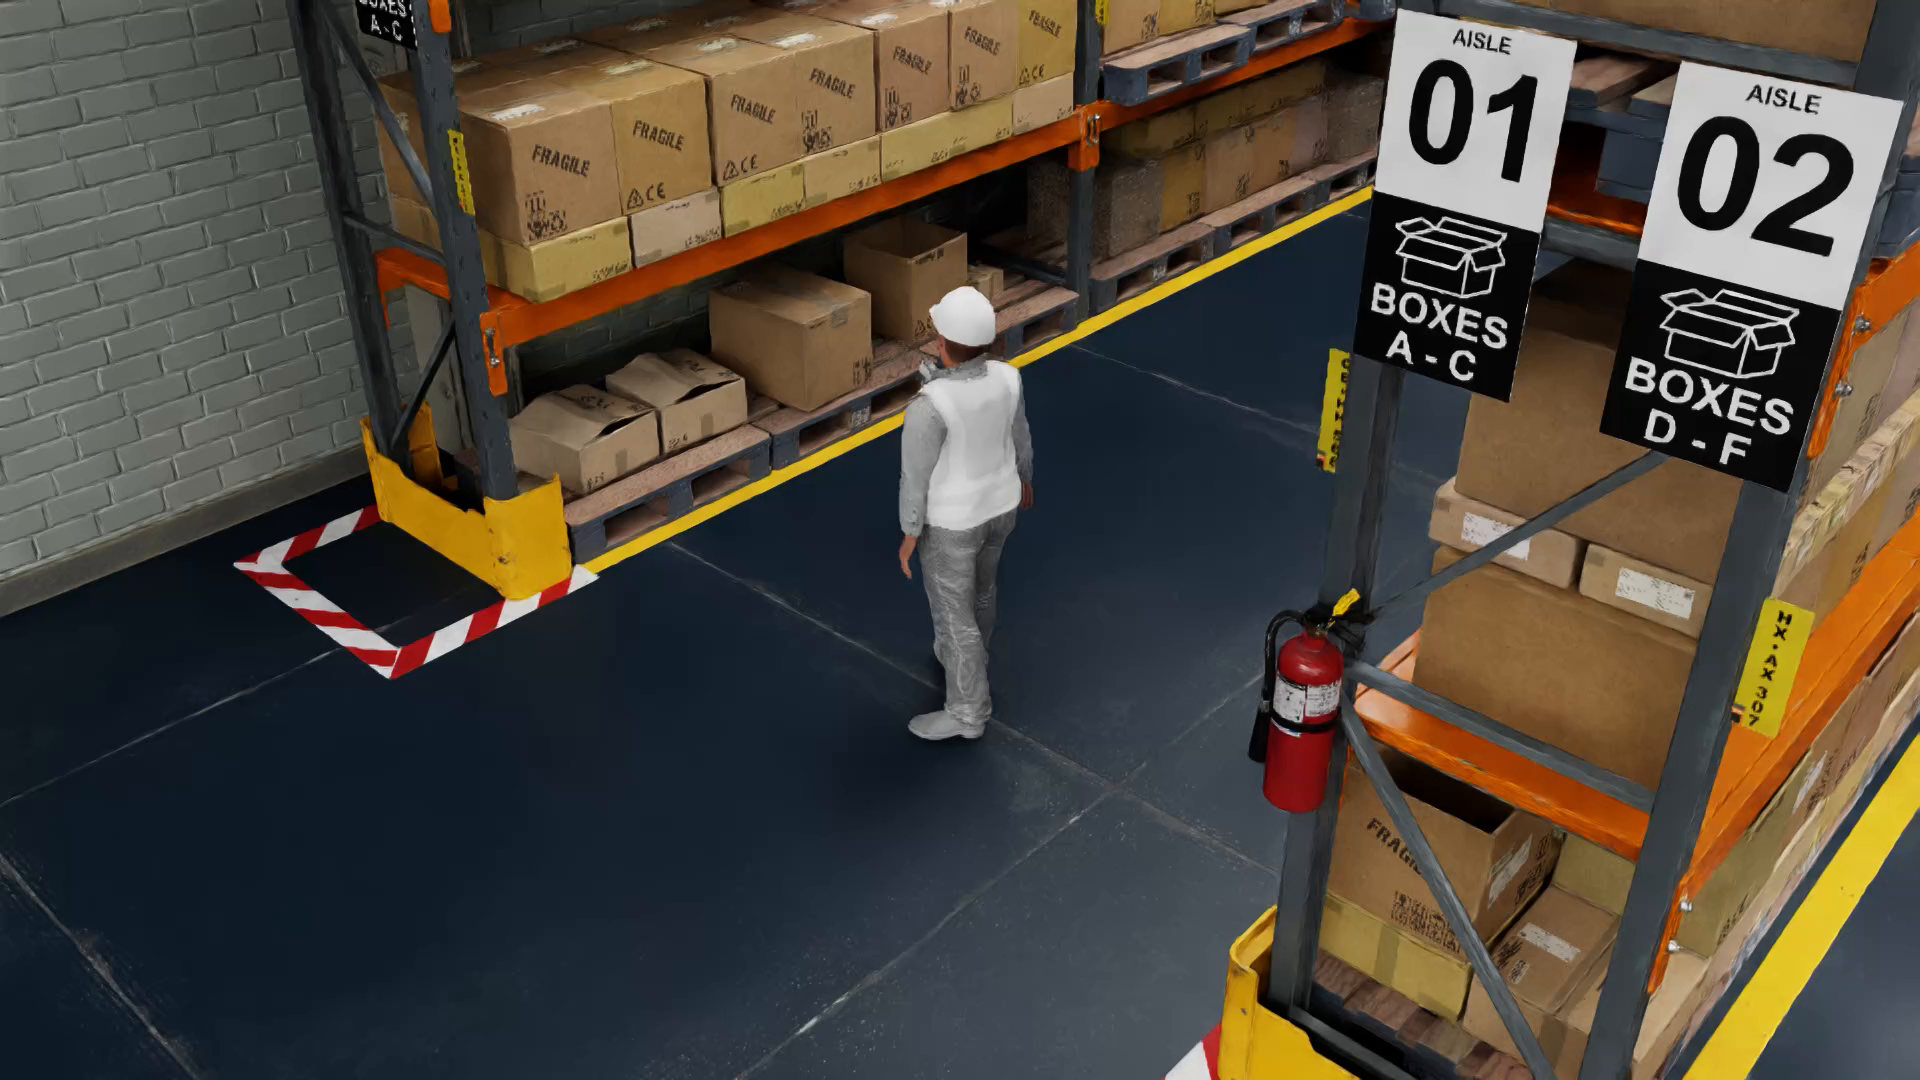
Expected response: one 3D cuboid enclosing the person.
[{"bbox_3d":[0.008,-0.137,6.312,0.689,1.774,0.577,-26,39,-36],"label":"person"}]
